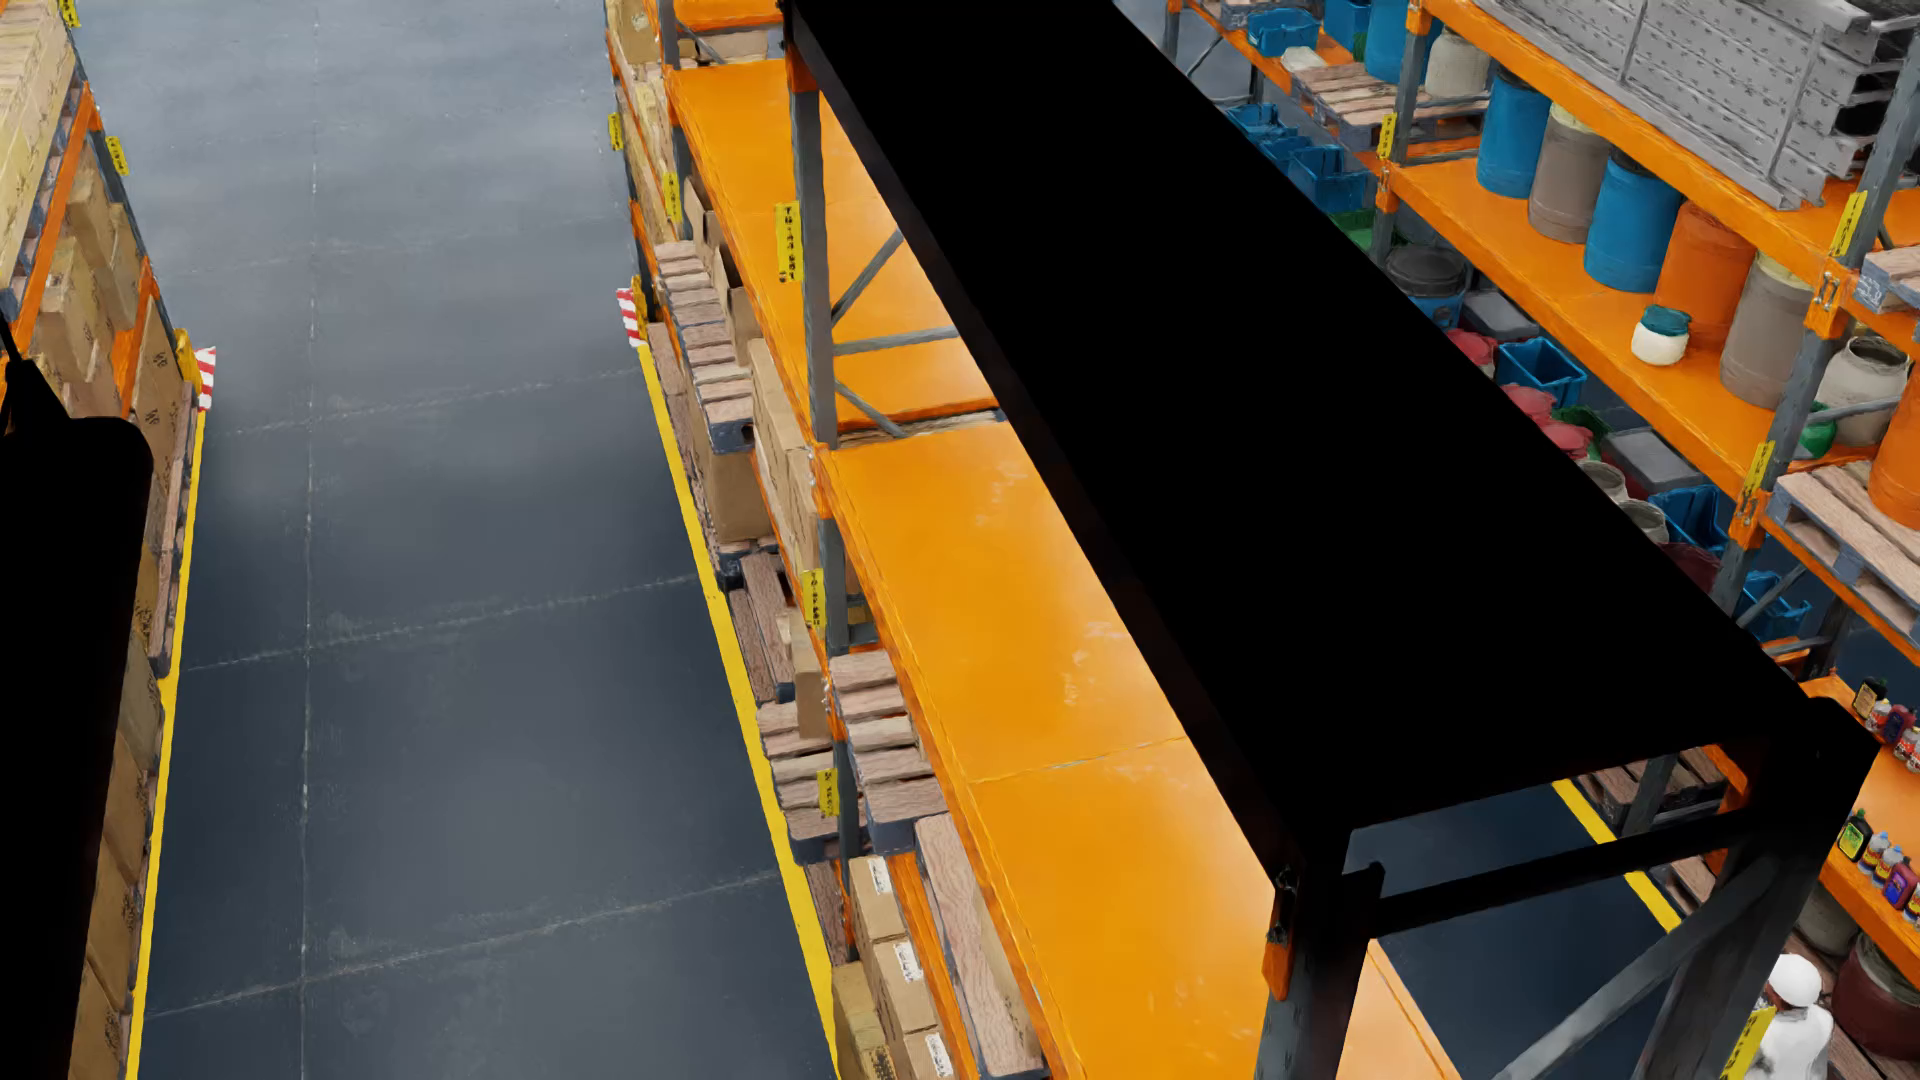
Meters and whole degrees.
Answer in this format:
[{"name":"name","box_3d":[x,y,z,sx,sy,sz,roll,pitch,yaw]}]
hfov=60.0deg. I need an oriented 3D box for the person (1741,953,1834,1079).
[{"name":"person","box_3d":[3.862,2.644,8.105,0.543,1.700,1.119,-12,40,-15]}]
